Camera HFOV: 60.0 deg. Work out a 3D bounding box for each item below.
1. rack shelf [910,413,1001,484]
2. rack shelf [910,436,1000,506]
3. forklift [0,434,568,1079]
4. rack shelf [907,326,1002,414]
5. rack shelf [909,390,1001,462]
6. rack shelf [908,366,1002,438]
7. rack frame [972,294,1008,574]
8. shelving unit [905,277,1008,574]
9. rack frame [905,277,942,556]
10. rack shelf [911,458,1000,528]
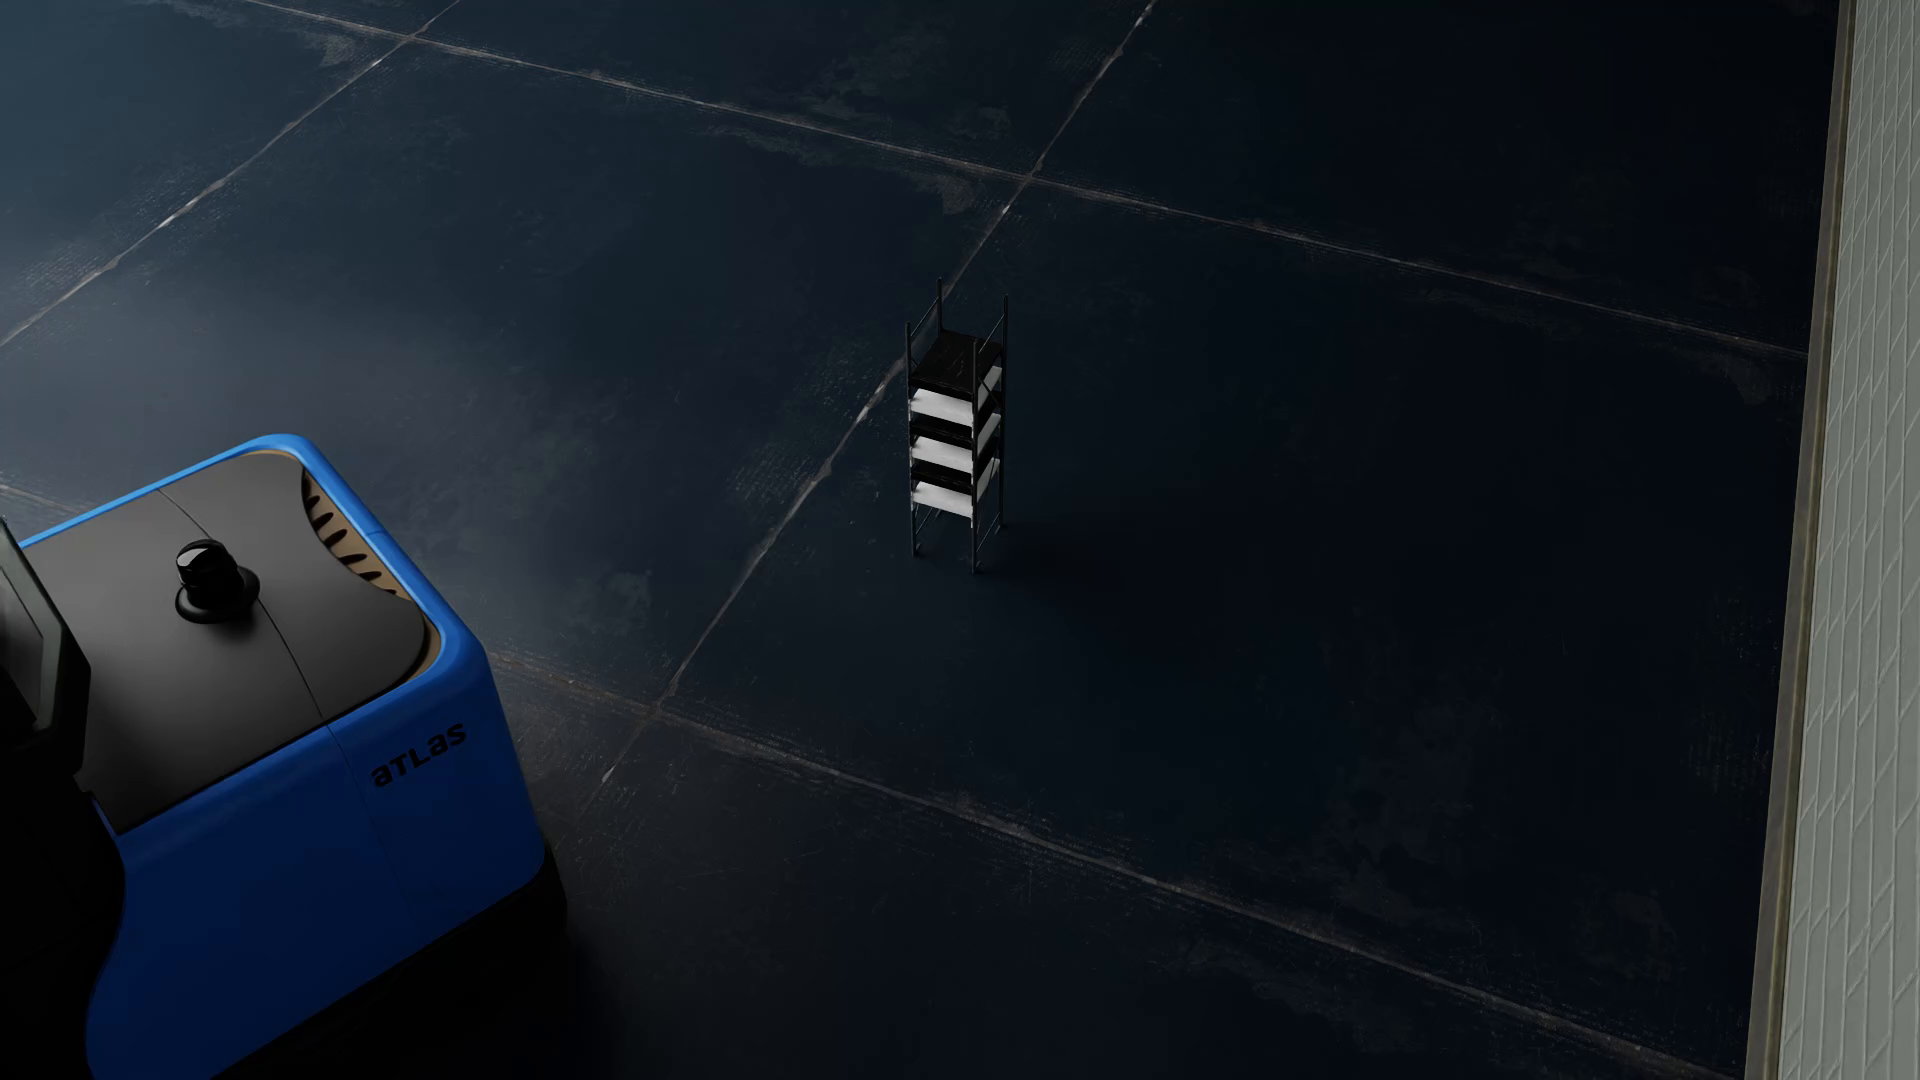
[{"bbox_3d":[-0.007,-0.298,4.958,0.200,0.077,0.258,16,47,16],"label":"rack shelf"},{"bbox_3d":[-0.007,-0.234,5.022,0.200,0.077,0.258,16,47,16],"label":"rack shelf"},{"bbox_3d":[-2.448,0.365,2.805,3.031,2.935,1.130,-30,52,-27],"label":"forklift"},{"bbox_3d":[-0.007,-0.489,4.768,0.200,0.077,0.258,16,47,16],"label":"rack shelf"},{"bbox_3d":[-0.007,-0.361,4.895,0.200,0.077,0.258,16,47,16],"label":"rack shelf"},{"bbox_3d":[-0.007,-0.425,4.831,0.200,0.077,0.258,16,47,16],"label":"rack shelf"},{"bbox_3d":[0.086,-0.294,4.907,0.006,0.900,0.240,16,47,16],"label":"rack frame"},{"bbox_3d":[-0.007,-0.321,4.935,0.210,0.900,0.258,16,47,16],"label":"shelving unit"},{"bbox_3d":[-0.101,-0.349,4.963,0.006,0.900,0.240,16,47,16],"label":"rack frame"},{"bbox_3d":[-0.007,-0.170,5.085,0.200,0.077,0.258,16,47,16],"label":"rack shelf"}]
